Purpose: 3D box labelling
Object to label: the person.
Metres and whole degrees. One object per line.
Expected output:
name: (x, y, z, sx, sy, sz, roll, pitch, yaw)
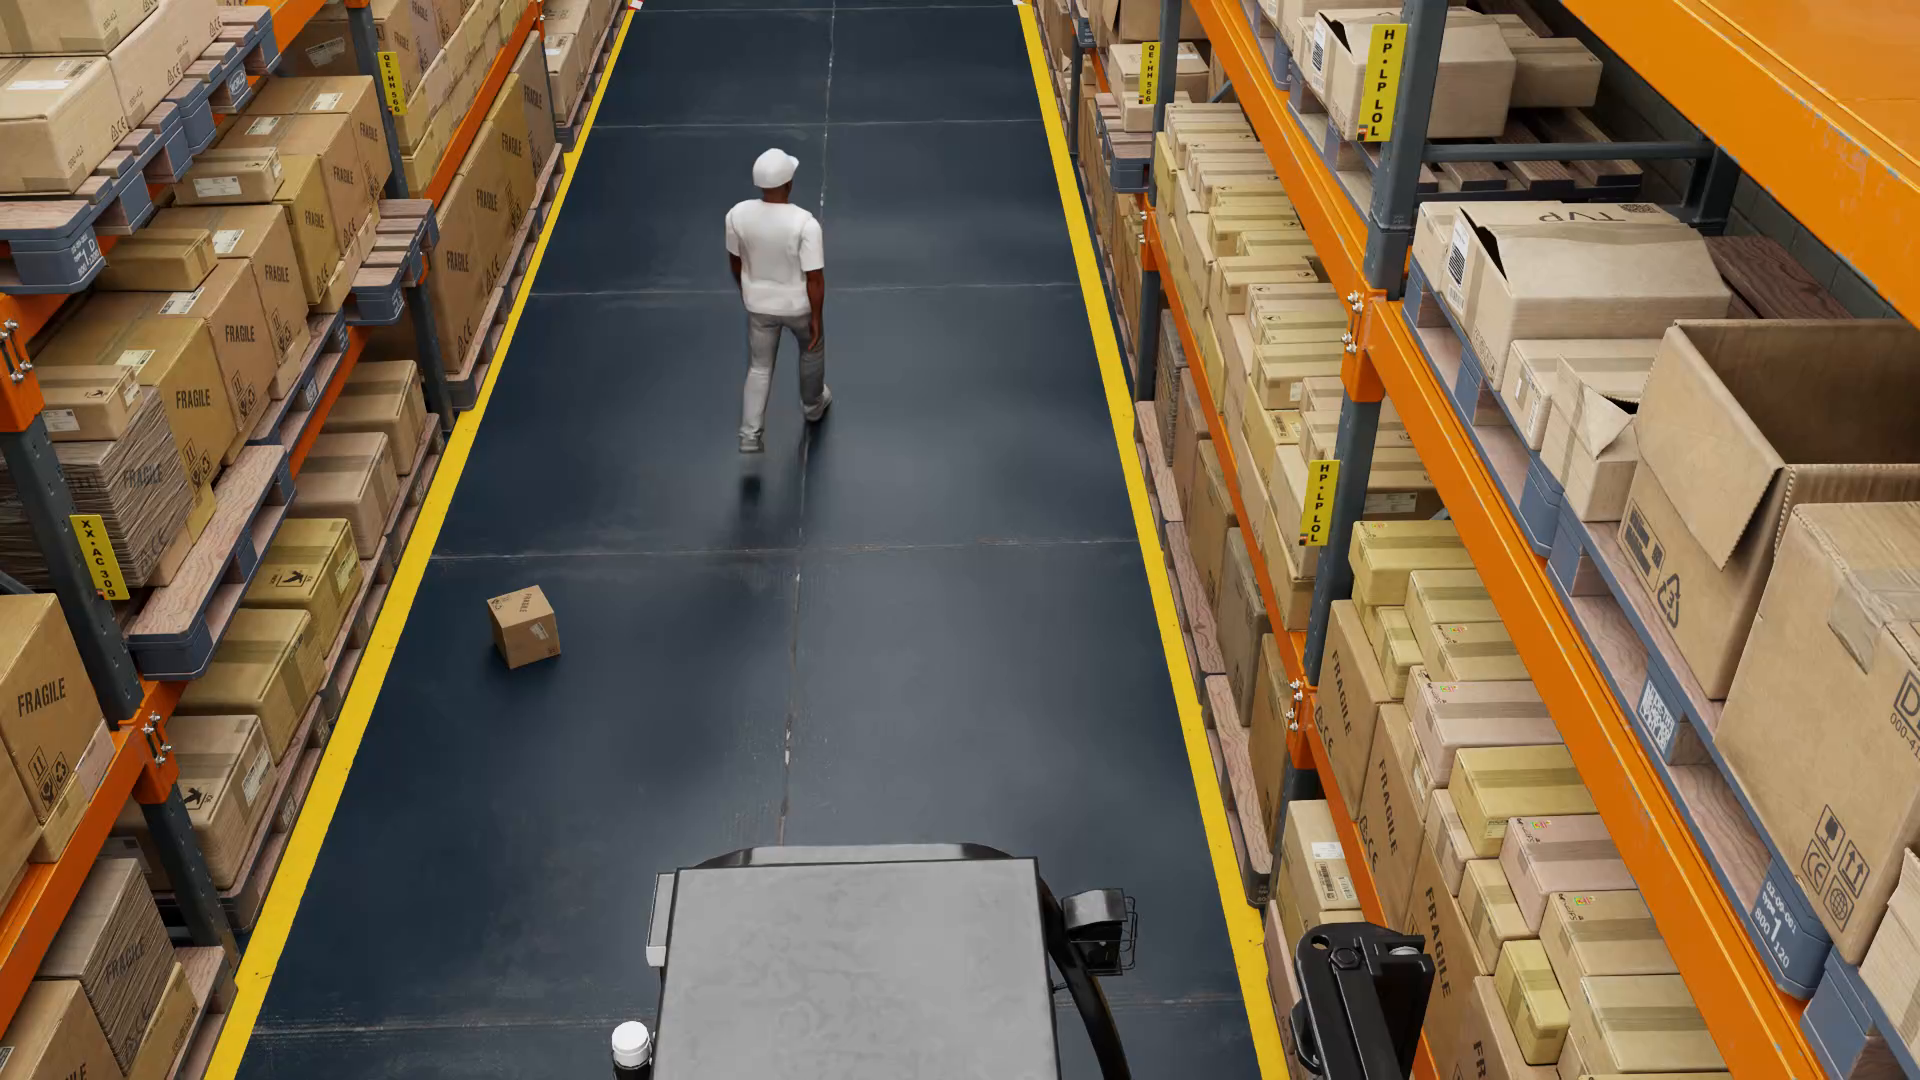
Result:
person: (-0.975, -1.292, 9.011, 0.563, 1.729, 0.992, 6, 36, 9)
